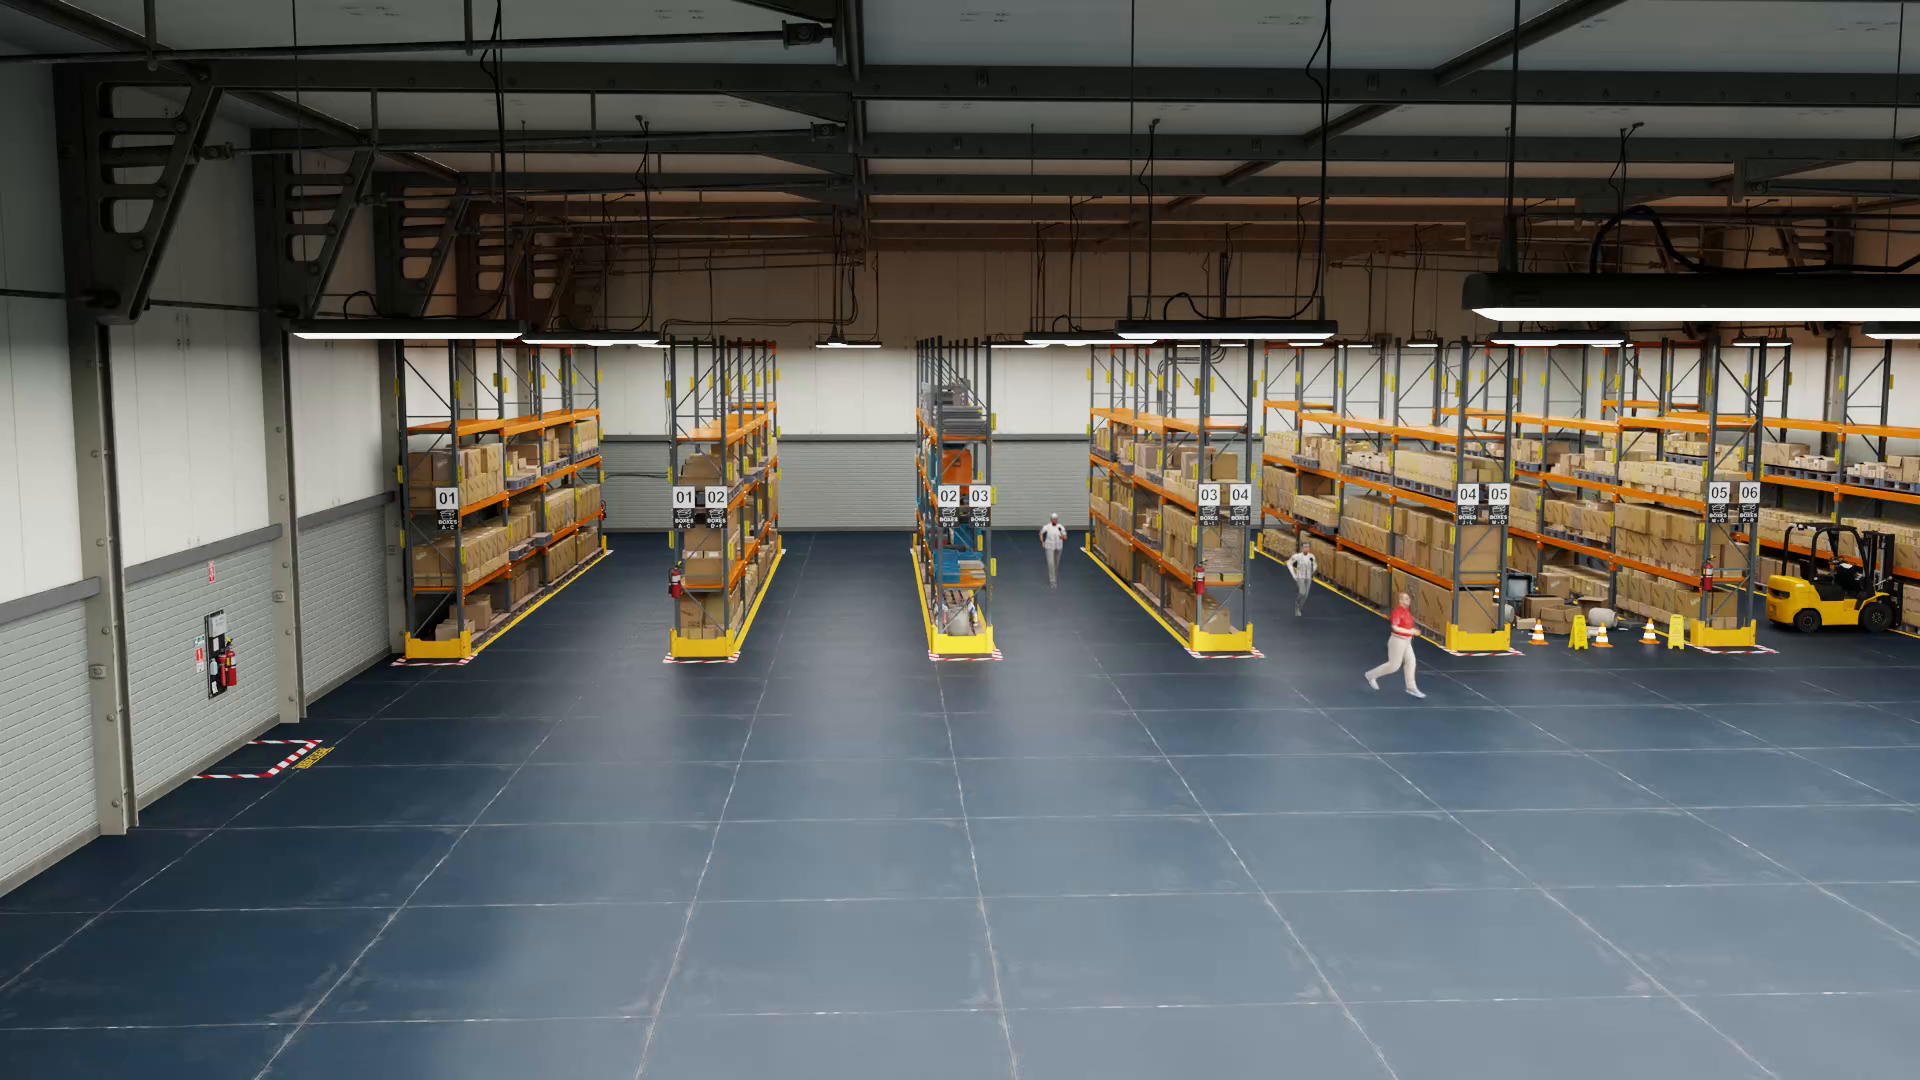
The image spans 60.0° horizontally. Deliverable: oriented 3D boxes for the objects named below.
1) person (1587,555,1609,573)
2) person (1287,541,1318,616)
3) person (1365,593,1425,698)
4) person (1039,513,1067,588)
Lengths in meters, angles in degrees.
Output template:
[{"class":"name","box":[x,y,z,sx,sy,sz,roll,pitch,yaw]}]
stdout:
[{"class":"person","box":[16.153,0.105,42.189,0.583,1.643,0.855,-2,7,-16]},{"class":"person","box":[7.389,0.832,35.732,0.609,1.650,0.648,-1,7,-12]},{"class":"person","box":[7.292,1.733,27.722,0.966,1.741,0.672,4,8,32]},{"class":"person","box":[2.175,0.231,38.386,0.601,1.693,0.861,-2,7,-13]}]
